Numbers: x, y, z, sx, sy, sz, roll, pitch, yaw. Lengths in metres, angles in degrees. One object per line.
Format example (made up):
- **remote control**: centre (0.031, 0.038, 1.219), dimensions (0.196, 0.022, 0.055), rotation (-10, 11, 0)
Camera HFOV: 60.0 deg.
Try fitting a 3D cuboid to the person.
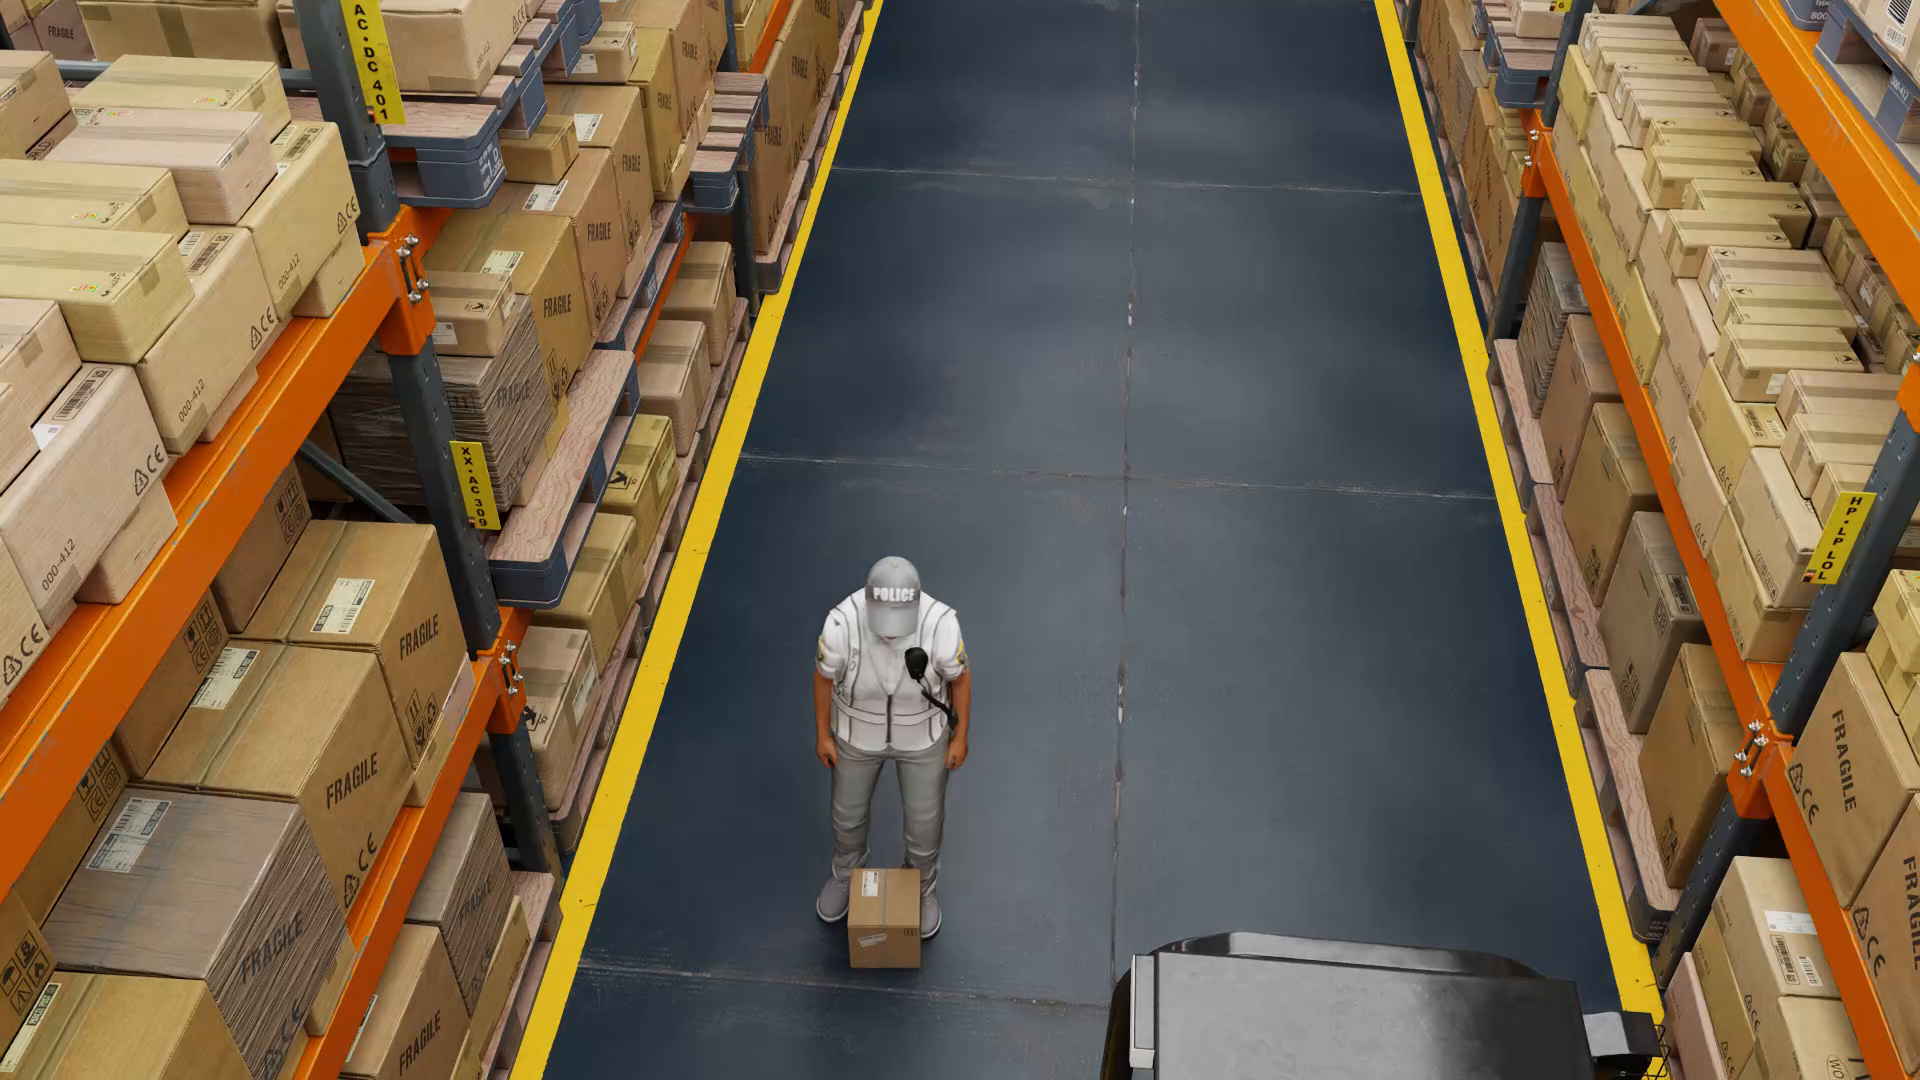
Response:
- **person**: centre (-0.245, 0.673, 5.651), dimensions (0.561, 1.665, 0.470), rotation (1, 40, 1)
